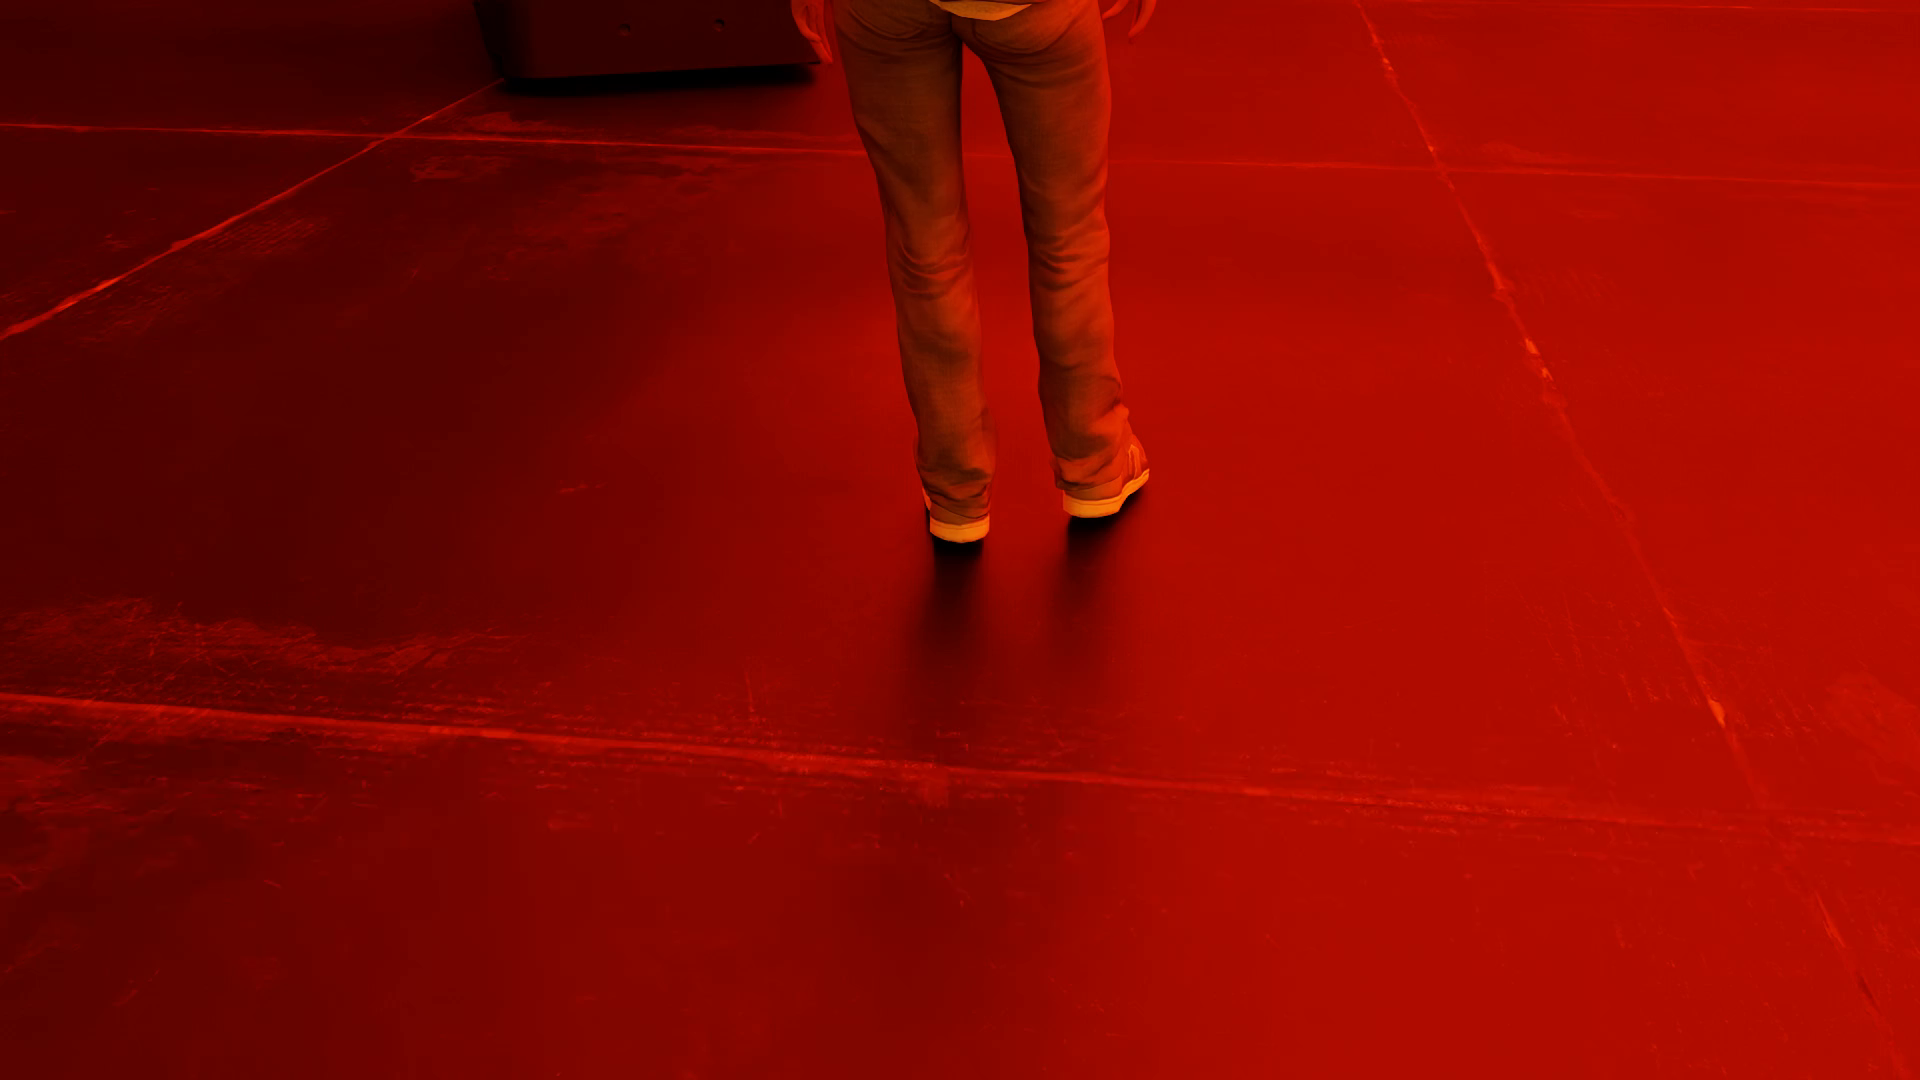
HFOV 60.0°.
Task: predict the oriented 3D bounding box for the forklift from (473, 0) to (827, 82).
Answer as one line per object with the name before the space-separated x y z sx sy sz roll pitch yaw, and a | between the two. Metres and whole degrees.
forklift | -1.367 -3.411 6.055 1.130 2.935 3.031 -8 28 -15

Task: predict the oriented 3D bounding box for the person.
person | 0.024 -0.751 2.204 0.520 1.593 0.475 3 27 7
